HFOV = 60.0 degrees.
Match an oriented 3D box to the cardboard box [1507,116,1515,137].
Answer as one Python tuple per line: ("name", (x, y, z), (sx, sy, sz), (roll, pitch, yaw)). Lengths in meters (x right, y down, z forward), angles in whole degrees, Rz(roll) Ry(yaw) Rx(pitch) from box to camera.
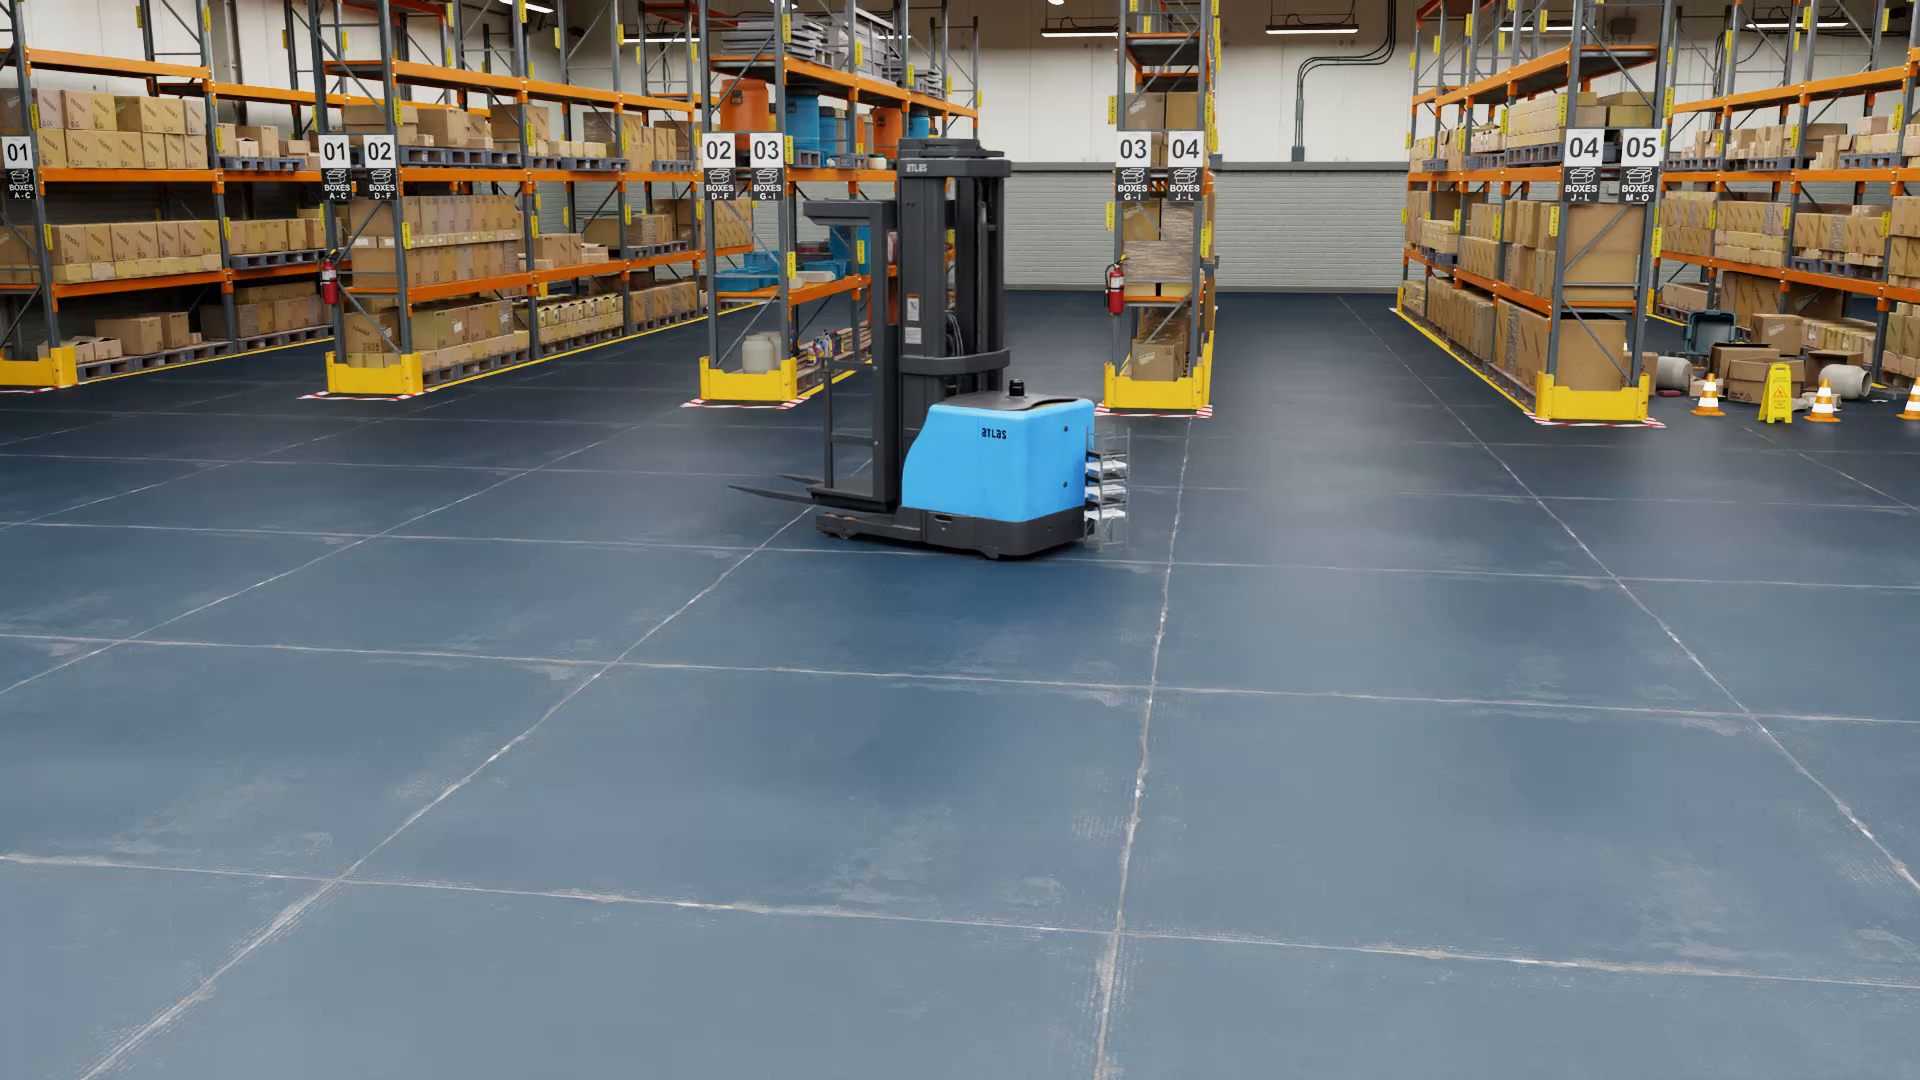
("cardboard box", (7.457, -5.400, 21.727), (0.500, 0.250, 0.500), (2, 12, 9))

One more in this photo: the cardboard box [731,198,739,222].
("cardboard box", (-4.968, -6.925, 34.894), (0.500, 0.500, 0.500), (2, 12, 10))

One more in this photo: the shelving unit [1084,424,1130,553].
("shelving unit", (1.068, -0.377, 12.107), (0.258, 0.900, 0.210), (-6, 14, -26))

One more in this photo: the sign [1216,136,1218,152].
("sign", (5.303, -8.220, 34.482), (0.100, 0.325, 0.005), (2, 12, 9))

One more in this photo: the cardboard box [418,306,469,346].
("cardboard box", (-7.039, -2.912, 22.635), (0.500, 0.500, 0.500), (2, 12, 9))

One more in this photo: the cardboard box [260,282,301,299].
("cardboard box", (-11.428, -4.181, 27.881), (0.500, 0.250, 0.500), (2, 12, 8))

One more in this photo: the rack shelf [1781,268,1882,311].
("rack shelf", (13.023, -3.626, 23.905), (1.077, 0.370, 4.000), (2, 12, 9))

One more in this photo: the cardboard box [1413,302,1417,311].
("cardboard box", (8.922, -4.485, 31.957), (0.380, 0.149, 0.250), (2, 12, 9))

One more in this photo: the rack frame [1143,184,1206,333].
("rack frame", (3.538, -4.715, 27.251), (1.000, 3.000, 0.127), (2, 12, 9))

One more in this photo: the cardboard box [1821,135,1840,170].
("cardboard box", (13.175, -5.712, 24.520), (0.700, 0.500, 0.500), (2, 12, 9))

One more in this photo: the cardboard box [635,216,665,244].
("cardboard box", (-5.845, -5.754, 30.837), (0.700, 0.500, 0.500), (-1, 12, -6))

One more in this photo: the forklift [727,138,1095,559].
("forklift", (-0.481, -1.523, 12.604), (3.031, 2.935, 1.130), (9, 15, 36))

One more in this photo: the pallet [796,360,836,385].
("pallet", (-2.301, -2.286, 22.601), (1.003, 0.211, 1.213), (2, 12, 9))

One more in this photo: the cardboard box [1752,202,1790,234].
("cardboard box", (13.305, -5.258, 27.159), (0.500, 0.500, 0.500), (2, 12, 9))

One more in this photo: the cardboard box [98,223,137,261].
("cardboard box", (-11.833, -4.134, 23.082), (0.500, 0.500, 0.500), (1, 12, 7))

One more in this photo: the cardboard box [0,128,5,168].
("cardboard box", (-12.561, -5.151, 21.870), (0.500, 0.500, 0.500), (3, 12, 13))

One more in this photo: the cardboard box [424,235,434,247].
("cardboard box", (-7.129, -3.919, 21.780), (0.380, 0.149, 0.250), (2, 12, 9))

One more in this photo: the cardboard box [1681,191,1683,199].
("cardboard box", (14.098, -6.630, 31.986), (0.380, 0.149, 0.250), (2, 12, 9))

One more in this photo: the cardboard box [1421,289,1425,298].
("cardboard box", (8.836, -4.605, 31.100), (0.380, 0.149, 0.250), (2, 12, 9))

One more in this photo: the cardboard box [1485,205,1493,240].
("cardboard box", (8.113, -4.659, 24.381), (0.700, 0.500, 0.500), (2, 12, 8))

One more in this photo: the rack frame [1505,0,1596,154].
("rack frame", (7.808, -6.633, 21.912), (1.000, 3.000, 0.127), (2, 12, 9))

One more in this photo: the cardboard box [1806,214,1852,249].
("cardboard box", (12.959, -4.598, 24.770), (0.500, 0.500, 0.500), (3, 12, 12))

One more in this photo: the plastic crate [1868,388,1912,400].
("plastic crate", (11.663, -1.834, 20.811), (0.402, 0.080, 0.583), (-2, 12, -11))

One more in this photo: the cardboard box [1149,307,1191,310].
("cardboard box", (3.302, -3.334, 25.731), (0.700, 0.500, 0.500), (3, 13, 13))

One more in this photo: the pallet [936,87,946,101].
("pallet", (-0.838, -8.180, 30.485), (1.003, 0.211, 1.213), (2, 12, 9))

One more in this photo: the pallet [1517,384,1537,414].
("pallet", (7.239, -1.673, 19.758), (1.003, 0.211, 1.213), (2, 12, 9))

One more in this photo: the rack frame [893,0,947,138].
("rack frame", (-0.741, -8.641, 31.227), (1.000, 3.000, 0.127), (2, 12, 9))

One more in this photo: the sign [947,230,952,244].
("sign", (-0.197, -5.825, 31.745), (0.100, 0.325, 0.005), (2, 12, 9))

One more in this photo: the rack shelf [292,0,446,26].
("rack shelf", (-10.837, -9.818, 30.510), (1.077, 0.370, 4.000), (2, 12, 9))

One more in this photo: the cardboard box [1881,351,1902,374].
("cardboard box", (12.358, -2.308, 21.613), (0.500, 0.250, 0.500), (1, 12, 6))

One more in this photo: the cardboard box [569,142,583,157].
("cardboard box", (-6.426, -6.310, 26.893), (0.500, 0.250, 0.500), (2, 12, 8))

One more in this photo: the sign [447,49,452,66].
("sign", (-9.992, -9.442, 32.540), (0.100, 0.325, 0.005), (2, 12, 9))

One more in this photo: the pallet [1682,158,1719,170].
("pallet", (14.272, -7.073, 31.281), (1.003, 0.211, 1.213), (2, 12, 9))

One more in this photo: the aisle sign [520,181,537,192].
("aisle sign", (-9.607, -8.138, 36.963), (0.394, 0.787, 0.004), (2, 12, 9))

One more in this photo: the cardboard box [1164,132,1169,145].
("cardboard box", (2.579, -4.687, 19.412), (0.380, 0.149, 0.250), (2, 12, 8))

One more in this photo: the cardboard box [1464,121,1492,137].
("cardboard box", (8.229, -6.515, 26.430), (0.396, 0.266, 0.258), (2, 12, 9))

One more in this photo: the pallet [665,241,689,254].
("pallet", (-5.865, -5.613, 31.872), (1.003, 0.211, 1.213), (2, 12, 9))

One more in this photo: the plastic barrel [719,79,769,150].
("plastic barrel", (-2.637, -5.197, 20.351), (0.600, 0.830, 0.708), (2, 12, 9))

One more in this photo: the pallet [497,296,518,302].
("pallet", (-10.150, -5.076, 35.547), (1.003, 0.211, 1.213), (2, 12, 9))

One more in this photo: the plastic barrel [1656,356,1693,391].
("plastic barrel", (9.150, -2.155, 21.489), (0.421, 0.421, 0.512), (-10, 16, -40))

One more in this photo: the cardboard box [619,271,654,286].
("cardboard box", (-6.103, -4.928, 31.349), (0.500, 0.250, 0.500), (2, 12, 9))

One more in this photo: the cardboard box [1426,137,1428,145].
("cardboard box", (8.969, -7.489, 31.228), (0.380, 0.149, 0.250), (1, 12, 6))

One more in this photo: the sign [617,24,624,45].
("sign", (-5.701, -8.486, 27.917), (0.100, 0.325, 0.005), (2, 12, 9))

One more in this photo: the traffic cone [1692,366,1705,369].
("traffic cone", (10.579, -2.717, 24.003), (0.336, 0.463, 0.334), (2, 12, 9))

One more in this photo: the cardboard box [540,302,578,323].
("cardboard box", (-6.395, -3.629, 26.411), (0.500, 0.311, 0.500), (1, 12, 7))

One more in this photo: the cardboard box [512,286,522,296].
("cardboard box", (-10.000, -5.592, 36.257), (0.700, 0.500, 0.500), (2, 12, 8))

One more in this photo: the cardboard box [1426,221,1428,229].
("cardboard box", (8.445, -5.560, 29.362), (0.380, 0.149, 0.250), (2, 12, 9))

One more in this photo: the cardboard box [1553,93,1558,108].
("cardboard box", (6.950, -4.988, 18.869), (0.380, 0.149, 0.250), (2, 12, 9))

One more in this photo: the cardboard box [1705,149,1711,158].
("cardboard box", (13.768, -7.022, 30.200), (0.380, 0.149, 0.250), (2, 12, 10))

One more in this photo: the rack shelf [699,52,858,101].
("rack shelf", (-2.279, -6.012, 21.686), (1.077, 0.370, 4.000), (2, 12, 9))

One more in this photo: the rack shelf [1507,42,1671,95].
("rack shelf", (7.501, -5.670, 20.098), (1.077, 0.370, 4.000), (2, 12, 9))

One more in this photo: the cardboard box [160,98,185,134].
("cardboard box", (-11.644, -6.149, 24.129), (0.500, 0.500, 0.500), (3, 12, 12))

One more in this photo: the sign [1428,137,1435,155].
("sign", (8.501, -7.101, 29.975), (0.100, 0.325, 0.005), (2, 12, 9))

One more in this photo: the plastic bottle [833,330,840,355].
("plastic bottle", (-1.785, -2.819, 23.699), (0.144, 0.351, 0.185), (2, 12, 7))

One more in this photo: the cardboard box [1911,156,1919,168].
("cardboard box", (12.327, -4.795, 21.099), (0.380, 0.149, 0.250), (2, 12, 9))
